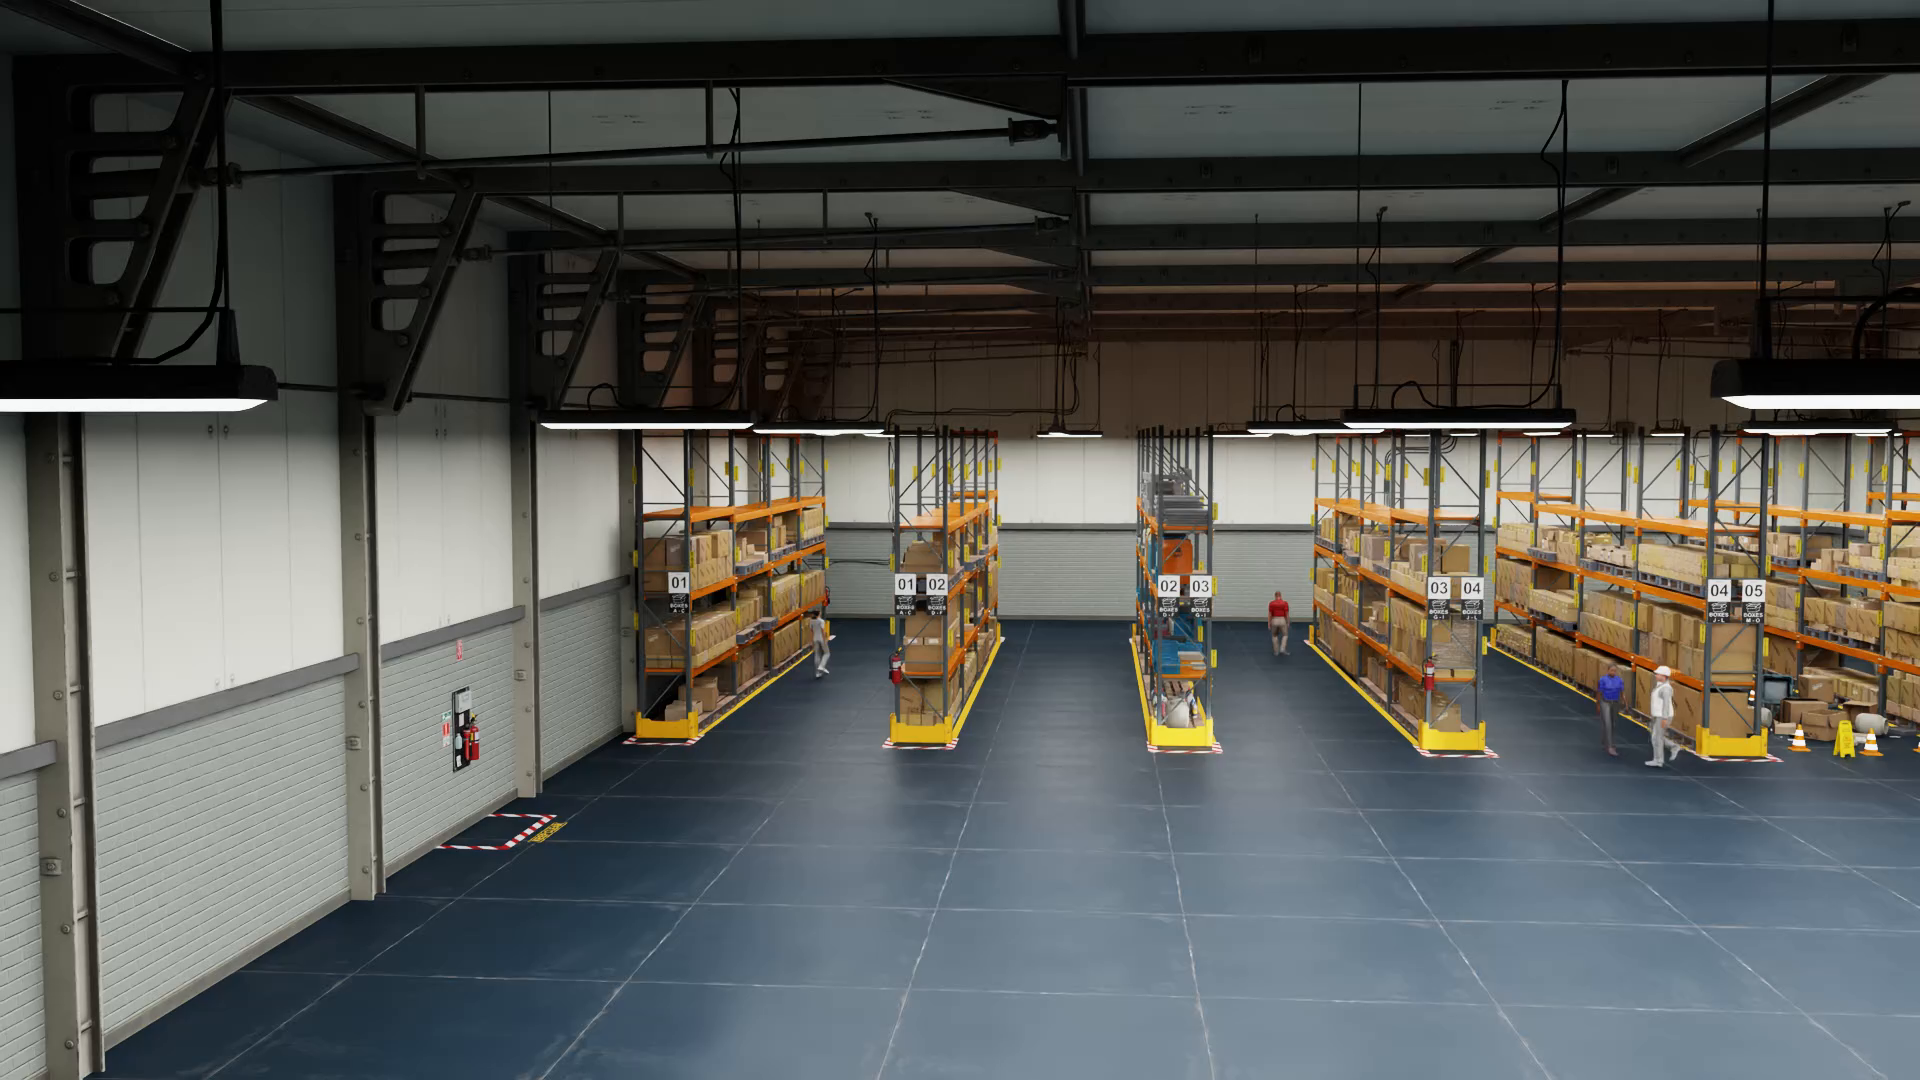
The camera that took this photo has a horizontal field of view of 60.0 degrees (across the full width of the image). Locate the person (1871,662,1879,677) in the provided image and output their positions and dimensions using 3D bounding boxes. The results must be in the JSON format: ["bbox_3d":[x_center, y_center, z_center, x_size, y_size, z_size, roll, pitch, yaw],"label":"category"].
[{"bbox_3d":[22.187,2.477,40.114,0.439,1.630,0.954,1,4,19],"label":"person"}]

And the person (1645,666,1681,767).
[{"bbox_3d":[12.332,3.078,29.093,0.664,1.762,0.542,0,3,4],"label":"person"}]

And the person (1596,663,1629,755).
[{"bbox_3d":[11.947,3.061,30.452,0.498,1.640,0.759,0,3,-5],"label":"person"}]

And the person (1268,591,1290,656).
[{"bbox_3d":[8.460,2.217,44.118,0.575,1.723,0.548,0,3,7],"label":"person"}]

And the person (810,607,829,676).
[{"bbox_3d":[-3.415,2.471,40.252,0.508,1.653,0.471,1,4,13],"label":"person"}]
